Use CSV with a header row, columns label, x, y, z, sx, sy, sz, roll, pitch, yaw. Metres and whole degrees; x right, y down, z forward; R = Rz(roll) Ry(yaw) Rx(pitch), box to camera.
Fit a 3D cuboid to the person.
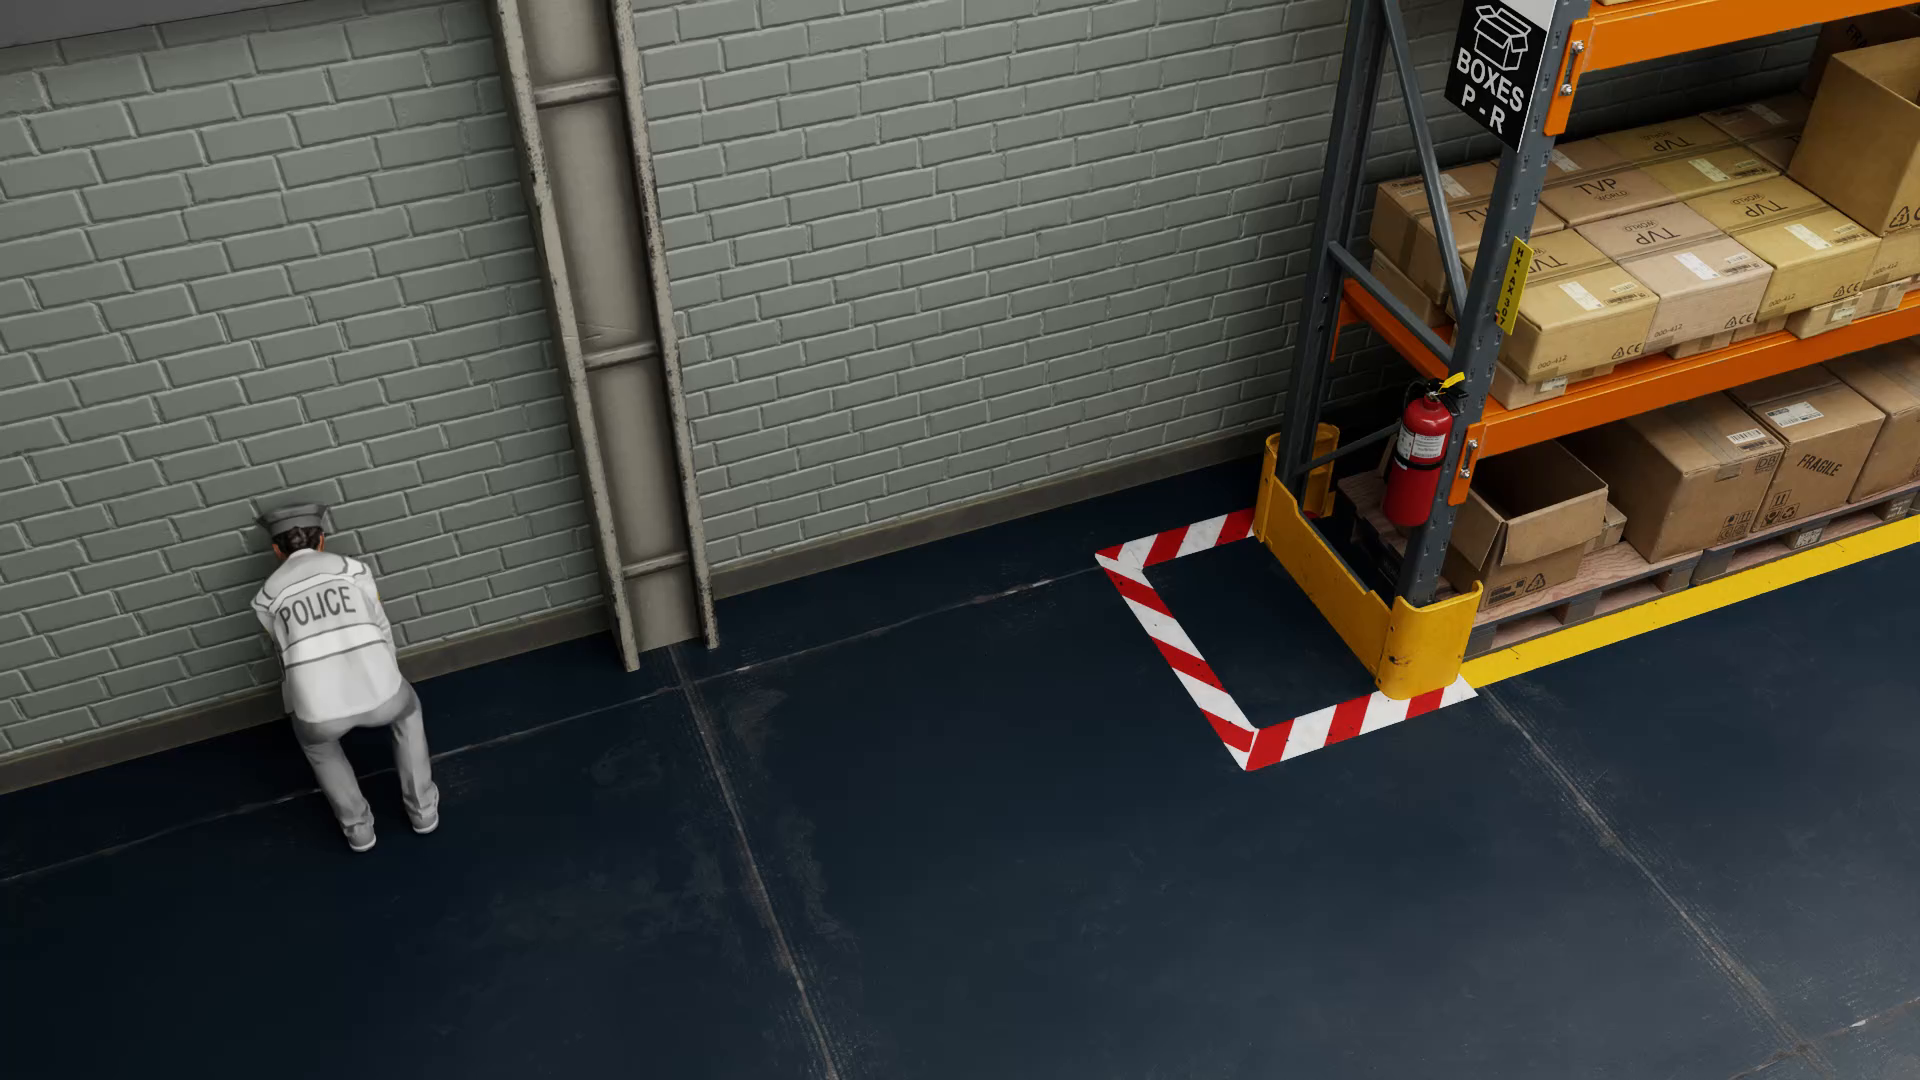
label,x,y,z,sx,sy,sz,roll,pitch,yaw
person,-2.213,0.489,5.991,0.434,1.168,0.912,-17,45,-18
